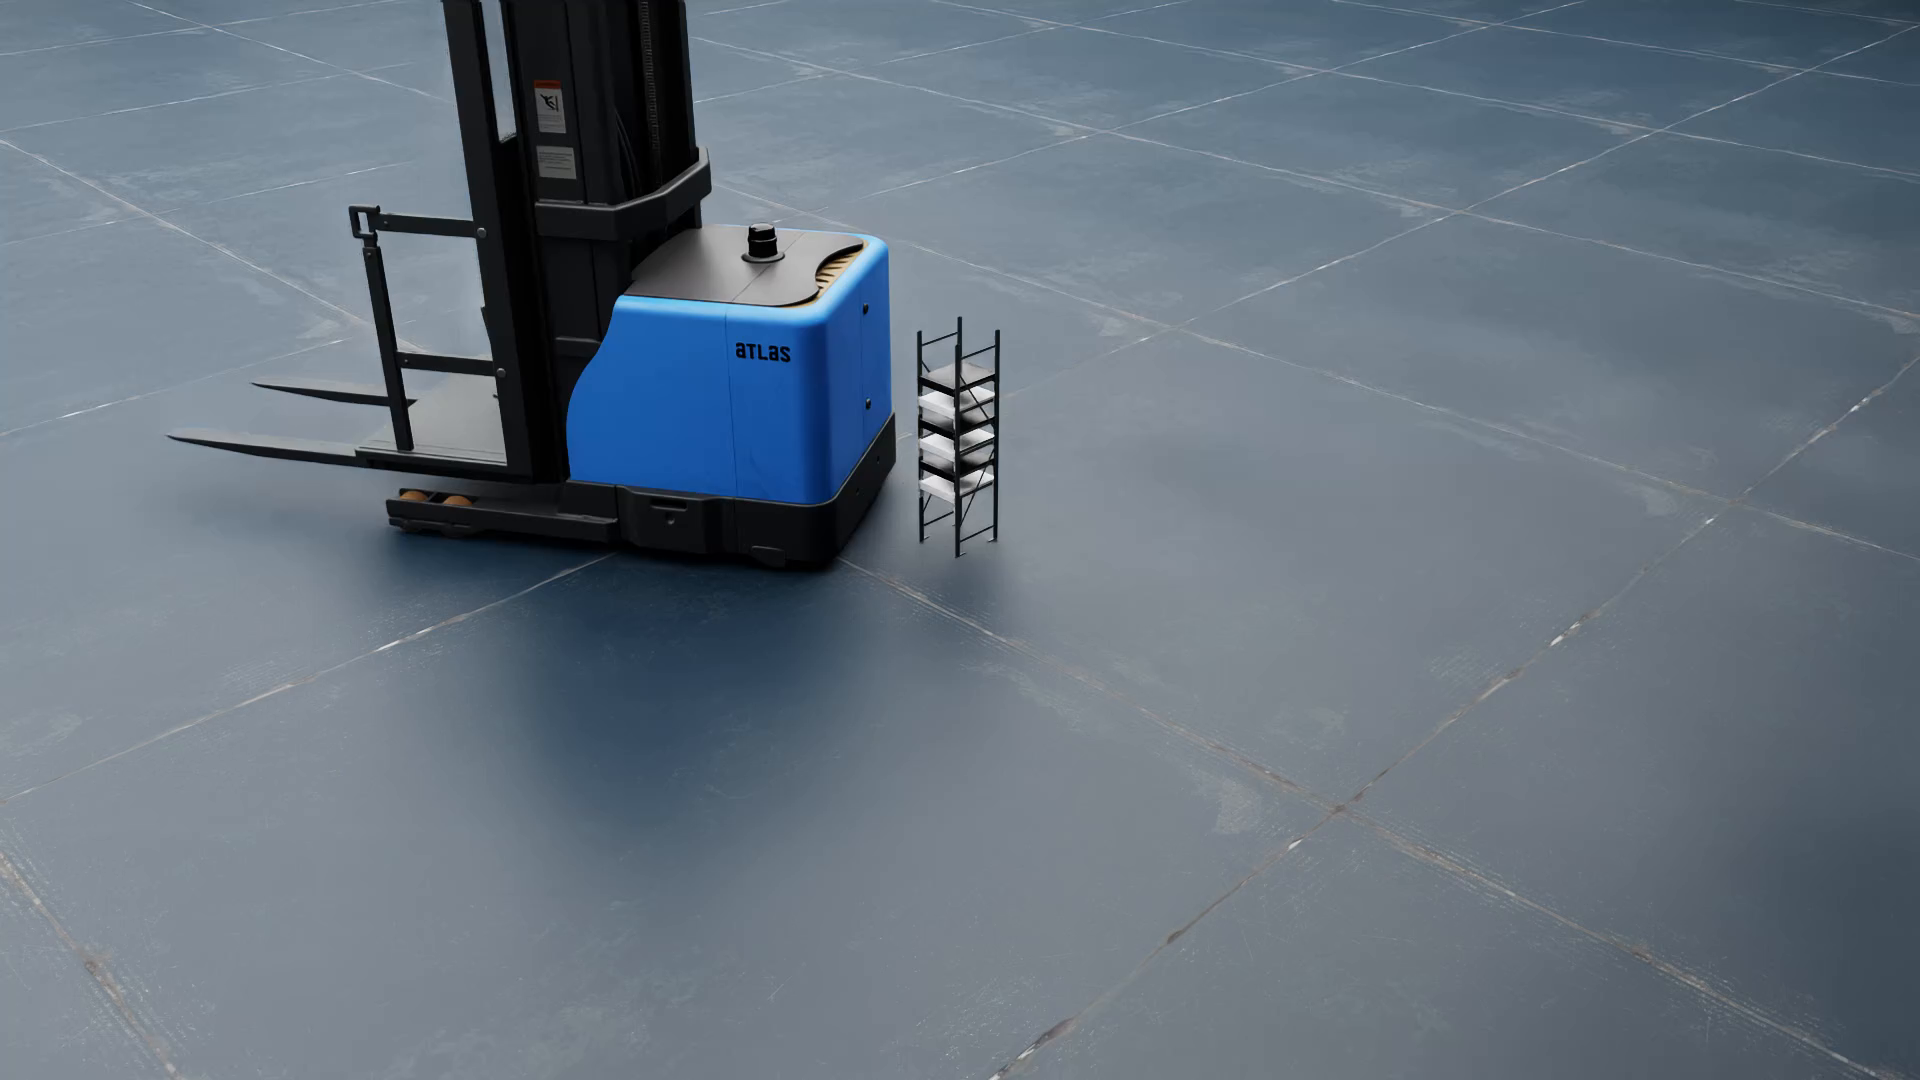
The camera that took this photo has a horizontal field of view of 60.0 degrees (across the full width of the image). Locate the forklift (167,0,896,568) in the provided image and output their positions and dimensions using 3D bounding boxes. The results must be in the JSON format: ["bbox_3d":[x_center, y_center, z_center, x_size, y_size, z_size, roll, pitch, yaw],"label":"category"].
[{"bbox_3d":[-1.852,-1.538,6.526,3.031,2.935,1.130,6,28,12],"label":"forklift"}]

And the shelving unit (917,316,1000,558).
[{"bbox_3d":[-0.006,-0.401,6.546,0.210,0.900,0.258,25,36,38],"label":"shelving unit"}]

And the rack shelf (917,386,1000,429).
[{"bbox_3d":[-0.006,-0.531,6.477,0.200,0.077,0.258,25,36,38],"label":"rack shelf"}]

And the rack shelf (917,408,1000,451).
[{"bbox_3d":[-0.006,-0.451,6.519,0.200,0.077,0.258,25,36,38],"label":"rack shelf"}]

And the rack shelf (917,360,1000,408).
[{"bbox_3d":[-0.006,-0.610,6.435,0.200,0.077,0.258,25,36,38],"label":"rack shelf"}]

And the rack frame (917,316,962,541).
[{"bbox_3d":[-0.078,-0.434,6.609,0.006,0.900,0.240,25,36,38],"label":"rack frame"}]

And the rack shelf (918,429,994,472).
[{"bbox_3d":[-0.006,-0.371,6.561,0.200,0.077,0.258,25,36,38],"label":"rack shelf"}]

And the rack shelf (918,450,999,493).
[{"bbox_3d":[-0.006,-0.292,6.603,0.200,0.077,0.258,25,36,38],"label":"rack shelf"}]

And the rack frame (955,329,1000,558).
[{"bbox_3d":[0.067,-0.368,6.483,0.006,0.900,0.240,25,36,38],"label":"rack frame"}]

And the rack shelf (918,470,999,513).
[{"bbox_3d":[-0.006,-0.212,6.645,0.200,0.077,0.258,25,36,38],"label":"rack shelf"}]
